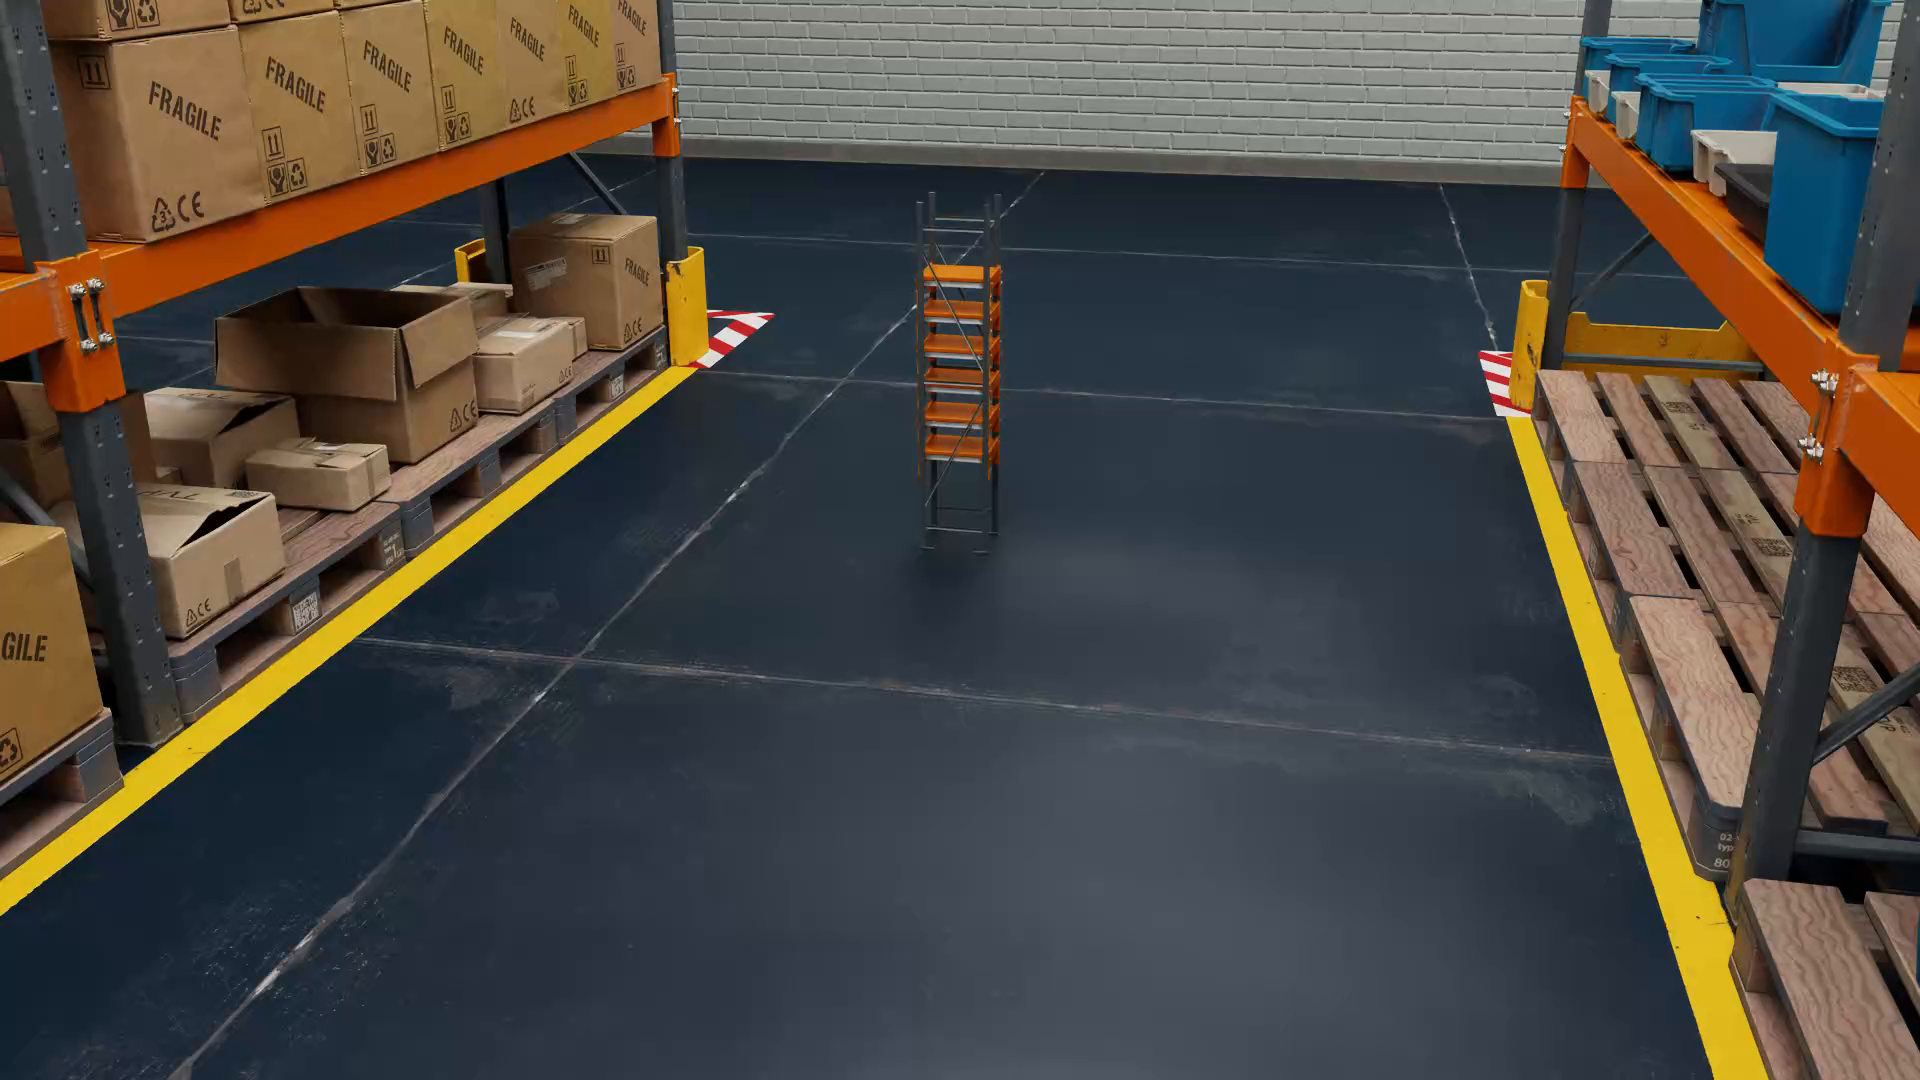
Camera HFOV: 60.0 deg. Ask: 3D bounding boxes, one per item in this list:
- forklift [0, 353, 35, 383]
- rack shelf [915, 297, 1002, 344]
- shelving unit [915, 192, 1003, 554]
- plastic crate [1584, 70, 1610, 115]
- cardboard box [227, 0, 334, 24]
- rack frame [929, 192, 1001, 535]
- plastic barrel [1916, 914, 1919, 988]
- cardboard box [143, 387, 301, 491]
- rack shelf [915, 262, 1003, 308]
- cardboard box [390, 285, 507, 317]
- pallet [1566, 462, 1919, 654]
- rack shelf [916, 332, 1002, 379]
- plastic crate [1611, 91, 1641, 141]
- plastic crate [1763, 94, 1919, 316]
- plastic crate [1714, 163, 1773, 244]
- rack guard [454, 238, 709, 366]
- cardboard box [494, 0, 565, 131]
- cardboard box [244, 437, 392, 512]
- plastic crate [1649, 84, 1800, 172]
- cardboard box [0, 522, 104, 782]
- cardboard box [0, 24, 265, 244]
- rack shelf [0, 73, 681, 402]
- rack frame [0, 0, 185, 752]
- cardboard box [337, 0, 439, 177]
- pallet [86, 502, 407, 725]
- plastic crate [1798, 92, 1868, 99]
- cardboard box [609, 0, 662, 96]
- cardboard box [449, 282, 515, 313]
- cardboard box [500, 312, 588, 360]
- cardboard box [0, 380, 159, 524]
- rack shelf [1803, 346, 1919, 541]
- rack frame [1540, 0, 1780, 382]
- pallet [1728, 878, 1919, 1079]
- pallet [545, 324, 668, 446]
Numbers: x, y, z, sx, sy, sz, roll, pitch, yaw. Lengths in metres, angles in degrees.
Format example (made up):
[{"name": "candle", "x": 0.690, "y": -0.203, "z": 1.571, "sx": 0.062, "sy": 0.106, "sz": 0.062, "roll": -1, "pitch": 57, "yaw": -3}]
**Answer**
[{"name": "forklift", "x": -4.770, "y": -1.395, "z": 5.393, "sx": 1.130, "sy": 2.935, "sz": 3.031, "roll": 5, "pitch": 22, "yaw": 12}, {"name": "rack shelf", "x": -0.003, "y": -0.733, "z": 5.543, "sx": 0.258, "sy": 0.103, "sz": 0.180, "roll": 4, "pitch": 22, "yaw": 11}, {"name": "shelving unit", "x": -0.003, "y": -0.551, "z": 5.616, "sx": 0.258, "sy": 1.200, "sz": 0.189, "roll": 4, "pitch": 22, "yaw": 11}, {"name": "plastic crate", "x": 2.518, "y": -1.698, "z": 6.328, "sx": 0.250, "sy": 0.136, "sz": 0.298, "roll": 4, "pitch": 22, "yaw": 11}, {"name": "cardboard box", "x": -2.151, "y": -1.735, "z": 4.674, "sx": 0.500, "sy": 0.500, "sz": 0.500, "roll": 4, "pitch": 22, "yaw": 9}, {"name": "rack frame", "x": 0.016, "y": -0.585, "z": 5.699, "sx": 0.240, "sy": 1.200, "sz": 0.006, "roll": 4, "pitch": 22, "yaw": 11}, {"name": "plastic barrel", "x": 2.093, "y": 0.470, "z": 2.918, "sx": 0.600, "sy": 0.901, "sz": 0.708, "roll": 4, "pitch": 22, "yaw": 11}, {"name": "cardboard box", "x": -2.636, "y": -0.346, "z": 5.709, "sx": 0.500, "sy": 0.311, "sz": 0.500, "roll": 4, "pitch": 22, "yaw": 11}, {"name": "rack shelf", "x": -0.003, "y": -0.844, "z": 5.498, "sx": 0.258, "sy": 0.103, "sz": 0.180, "roll": 4, "pitch": 22, "yaw": 11}, {"name": "cardboard box", "x": -2.302, "y": -0.917, "z": 7.206, "sx": 0.500, "sy": 0.250, "sz": 0.500, "roll": 4, "pitch": 22, "yaw": 11}, {"name": "pallet", "x": 2.580, "y": 0.068, "z": 5.403, "sx": 1.003, "sy": 0.211, "sz": 1.213, "roll": 4, "pitch": 22, "yaw": 11}, {"name": "rack shelf", "x": -0.003, "y": -0.621, "z": 5.588, "sx": 0.258, "sy": 0.103, "sz": 0.180, "roll": 4, "pitch": 22, "yaw": 11}, {"name": "plastic crate", "x": 2.380, "y": -1.450, "z": 5.712, "sx": 0.250, "sy": 0.136, "sz": 0.298, "roll": 4, "pitch": 22, "yaw": 11}, {"name": "plastic crate", "x": 1.983, "y": -0.723, "z": 3.576, "sx": 0.392, "sy": 0.384, "sz": 0.575, "roll": 4, "pitch": 22, "yaw": 11}, {"name": "plastic crate", "x": 2.187, "y": -0.836, "z": 4.203, "sx": 0.437, "sy": 0.125, "sz": 0.590, "roll": 4, "pitch": 22, "yaw": 11}, {"name": "rack guard", "x": -1.827, "y": -1.161, "z": 8.067, "sx": 1.175, "sy": 0.500, "sz": 0.348, "roll": 4, "pitch": 22, "yaw": 11}, {"name": "cardboard box", "x": -1.846, "y": -1.838, "z": 6.268, "sx": 0.500, "sy": 0.500, "sz": 0.500, "roll": 5, "pitch": 22, "yaw": 11}, {"name": "cardboard box", "x": -2.163, "y": -0.229, "z": 5.611, "sx": 0.380, "sy": 0.166, "sz": 0.250, "roll": 4, "pitch": 22, "yaw": 11}, {"name": "plastic crate", "x": 2.335, "y": -1.263, "z": 5.118, "sx": 0.416, "sy": 0.233, "sz": 0.300, "roll": 4, "pitch": 22, "yaw": 11}, {"name": "cardboard box", "x": -2.447, "y": 0.273, "z": 3.919, "sx": 0.500, "sy": 0.500, "sz": 0.500, "roll": 4, "pitch": 22, "yaw": 11}, {"name": "cardboard box", "x": -2.256, "y": -1.097, "z": 4.429, "sx": 0.500, "sy": 0.500, "sz": 0.500, "roll": 5, "pitch": 22, "yaw": 12}, {"name": "rack shelf", "x": -2.219, "y": -1.283, "z": 5.987, "sx": 1.077, "sy": 0.370, "sz": 4.000, "roll": 4, "pitch": 22, "yaw": 11}, {"name": "rack frame", "x": -2.627, "y": -0.885, "z": 4.036, "sx": 1.000, "sy": 3.000, "sz": 0.127, "roll": 4, "pitch": 22, "yaw": 11}, {"name": "cardboard box", "x": -2.051, "y": -1.468, "z": 5.348, "sx": 0.500, "sy": 0.500, "sz": 0.500, "roll": 4, "pitch": 22, "yaw": 11}, {"name": "pallet", "x": -2.486, "y": 0.157, "z": 5.181, "sx": 1.003, "sy": 0.211, "sz": 1.213, "roll": 4, "pitch": 22, "yaw": 11}, {"name": "plastic crate", "x": 2.975, "y": -1.458, "z": 5.731, "sx": 0.396, "sy": 0.136, "sz": 0.243, "roll": 4, "pitch": 22, "yaw": 11}, {"name": "cardboard box", "x": -1.636, "y": -2.210, "z": 7.192, "sx": 0.500, "sy": 0.500, "sz": 0.500, "roll": 5, "pitch": 23, "yaw": 13}, {"name": "cardboard box", "x": -2.233, "y": -1.103, "z": 7.804, "sx": 0.380, "sy": 0.149, "sz": 0.250, "roll": 4, "pitch": 22, "yaw": 11}, {"name": "cardboard box", "x": -1.852, "y": -0.879, "z": 7.225, "sx": 0.380, "sy": 0.166, "sz": 0.250, "roll": 4, "pitch": 22, "yaw": 11}, {"name": "cardboard box", "x": -2.789, "y": -0.160, "z": 4.992, "sx": 0.500, "sy": 0.500, "sz": 0.500, "roll": 4, "pitch": 22, "yaw": 11}, {"name": "rack shelf", "x": 1.813, "y": 0.559, "z": 1.414, "sx": 1.077, "sy": 0.370, "sz": 4.000, "roll": 4, "pitch": 22, "yaw": 11}, {"name": "rack frame", "x": 3.037, "y": -1.969, "z": 6.728, "sx": 1.000, "sy": 3.000, "sz": 0.127, "roll": 4, "pitch": 22, "yaw": 11}, {"name": "pallet", "x": 2.023, "y": 1.066, "z": 2.924, "sx": 1.003, "sy": 0.211, "sz": 1.213, "roll": 4, "pitch": 22, "yaw": 11}, {"name": "pallet", "x": -1.988, "y": -0.735, "z": 7.397, "sx": 1.003, "sy": 0.211, "sz": 1.213, "roll": 4, "pitch": 22, "yaw": 11}]
